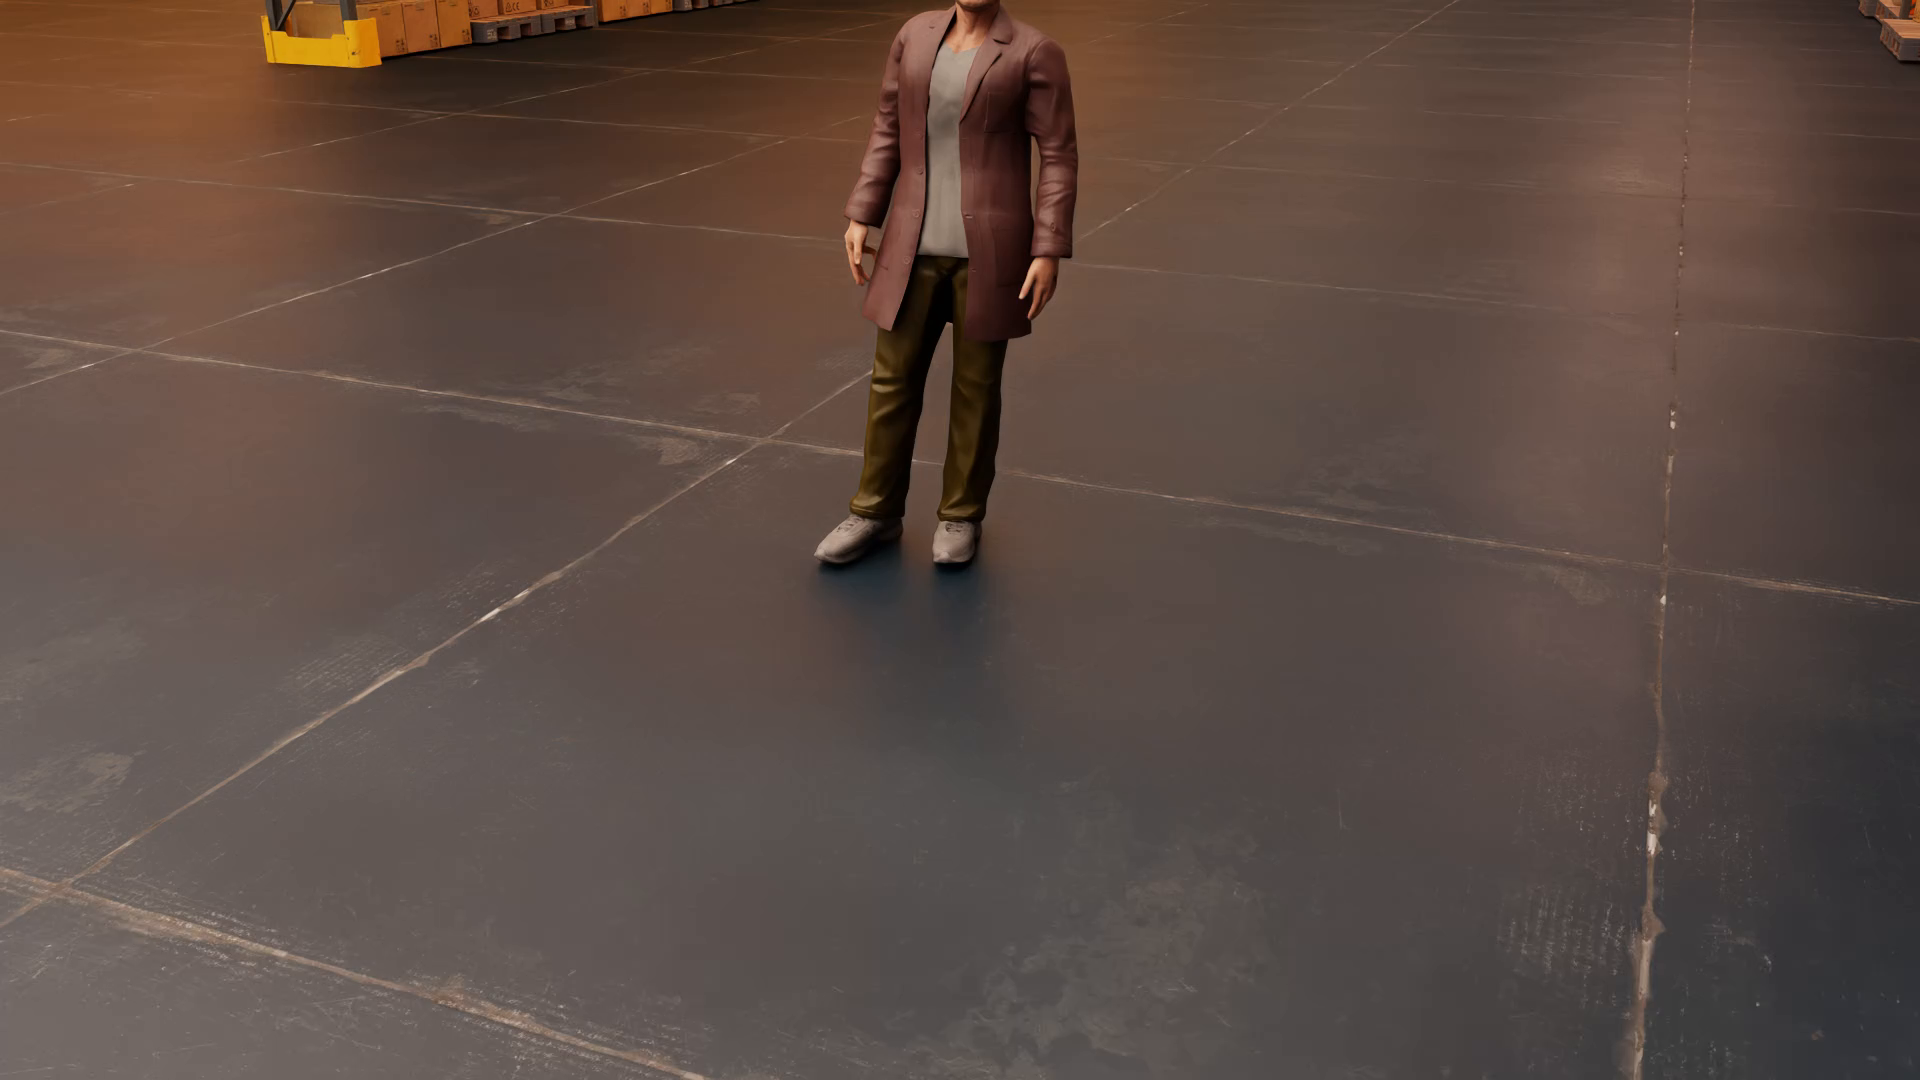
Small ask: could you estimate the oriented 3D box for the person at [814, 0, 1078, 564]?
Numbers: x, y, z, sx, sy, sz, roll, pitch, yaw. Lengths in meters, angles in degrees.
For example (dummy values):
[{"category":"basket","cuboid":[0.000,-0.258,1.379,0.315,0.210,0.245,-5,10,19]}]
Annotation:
[{"category":"person","cuboid":[-0.039,-0.795,4.672,0.696,1.776,0.582,9,24,21]}]
